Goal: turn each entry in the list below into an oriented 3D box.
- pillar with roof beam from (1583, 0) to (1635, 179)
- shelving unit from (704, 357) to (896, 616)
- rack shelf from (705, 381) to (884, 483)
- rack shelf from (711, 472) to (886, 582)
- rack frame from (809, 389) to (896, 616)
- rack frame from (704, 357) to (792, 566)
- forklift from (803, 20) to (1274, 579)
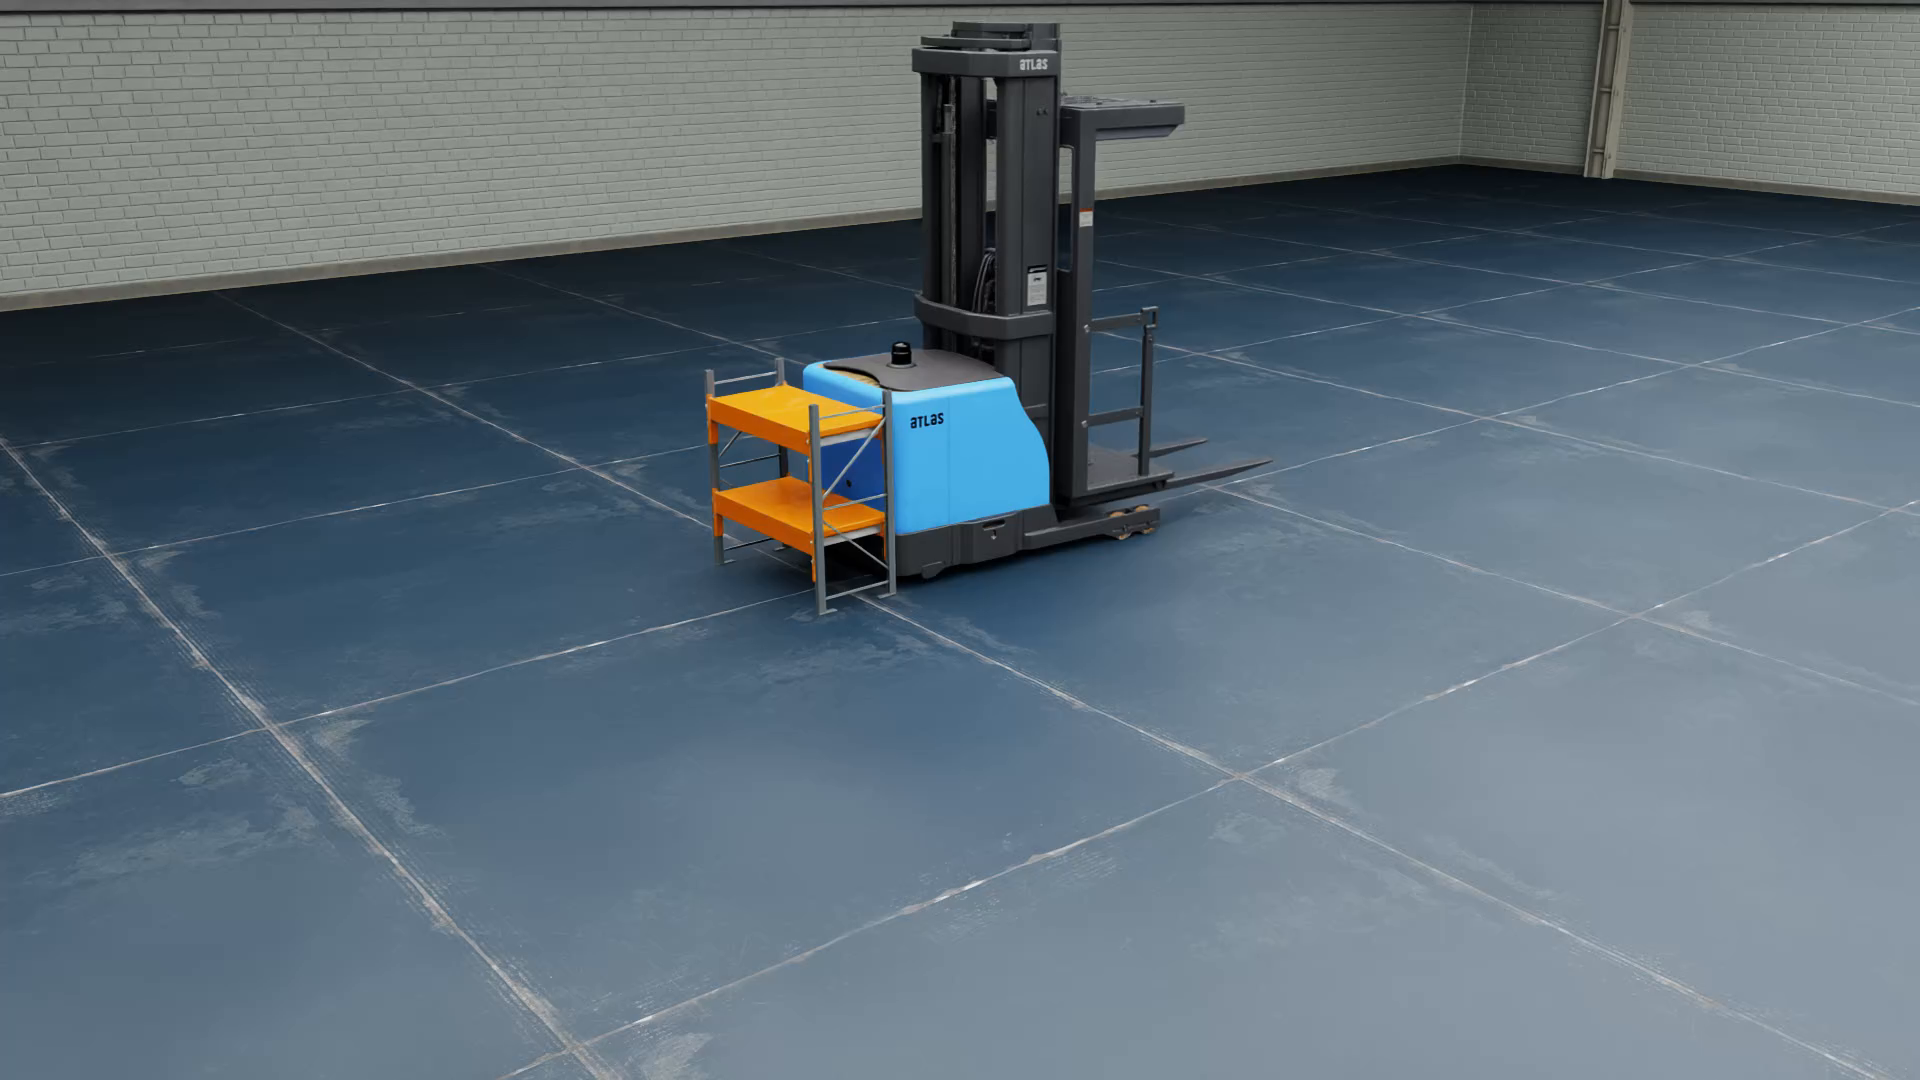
[{"bbox_3d":[7.721,-9.735,24.946,9.100,9.000,0.400,-14,23,-36],"label":"pillar with roof beam"},{"bbox_3d":[-0.871,-0.317,9.023,0.538,1.125,1.048,-15,23,-36],"label":"shelving unit"},{"bbox_3d":[-0.874,-0.595,8.929,0.538,0.278,1.000,-15,23,-36],"label":"rack shelf"},{"bbox_3d":[-0.870,-0.086,9.101,0.538,0.278,1.000,-15,23,-36],"label":"rack shelf"},{"bbox_3d":[-0.552,-0.193,8.648,0.500,1.125,0.032,-15,23,-36],"label":"rack frame"},{"bbox_3d":[-1.191,-0.442,9.398,0.500,1.125,0.032,-15,23,-36],"label":"rack frame"},{"bbox_3d":[0.593,-1.517,9.781,3.031,2.935,1.130,-12,22,-33],"label":"forklift"}]
